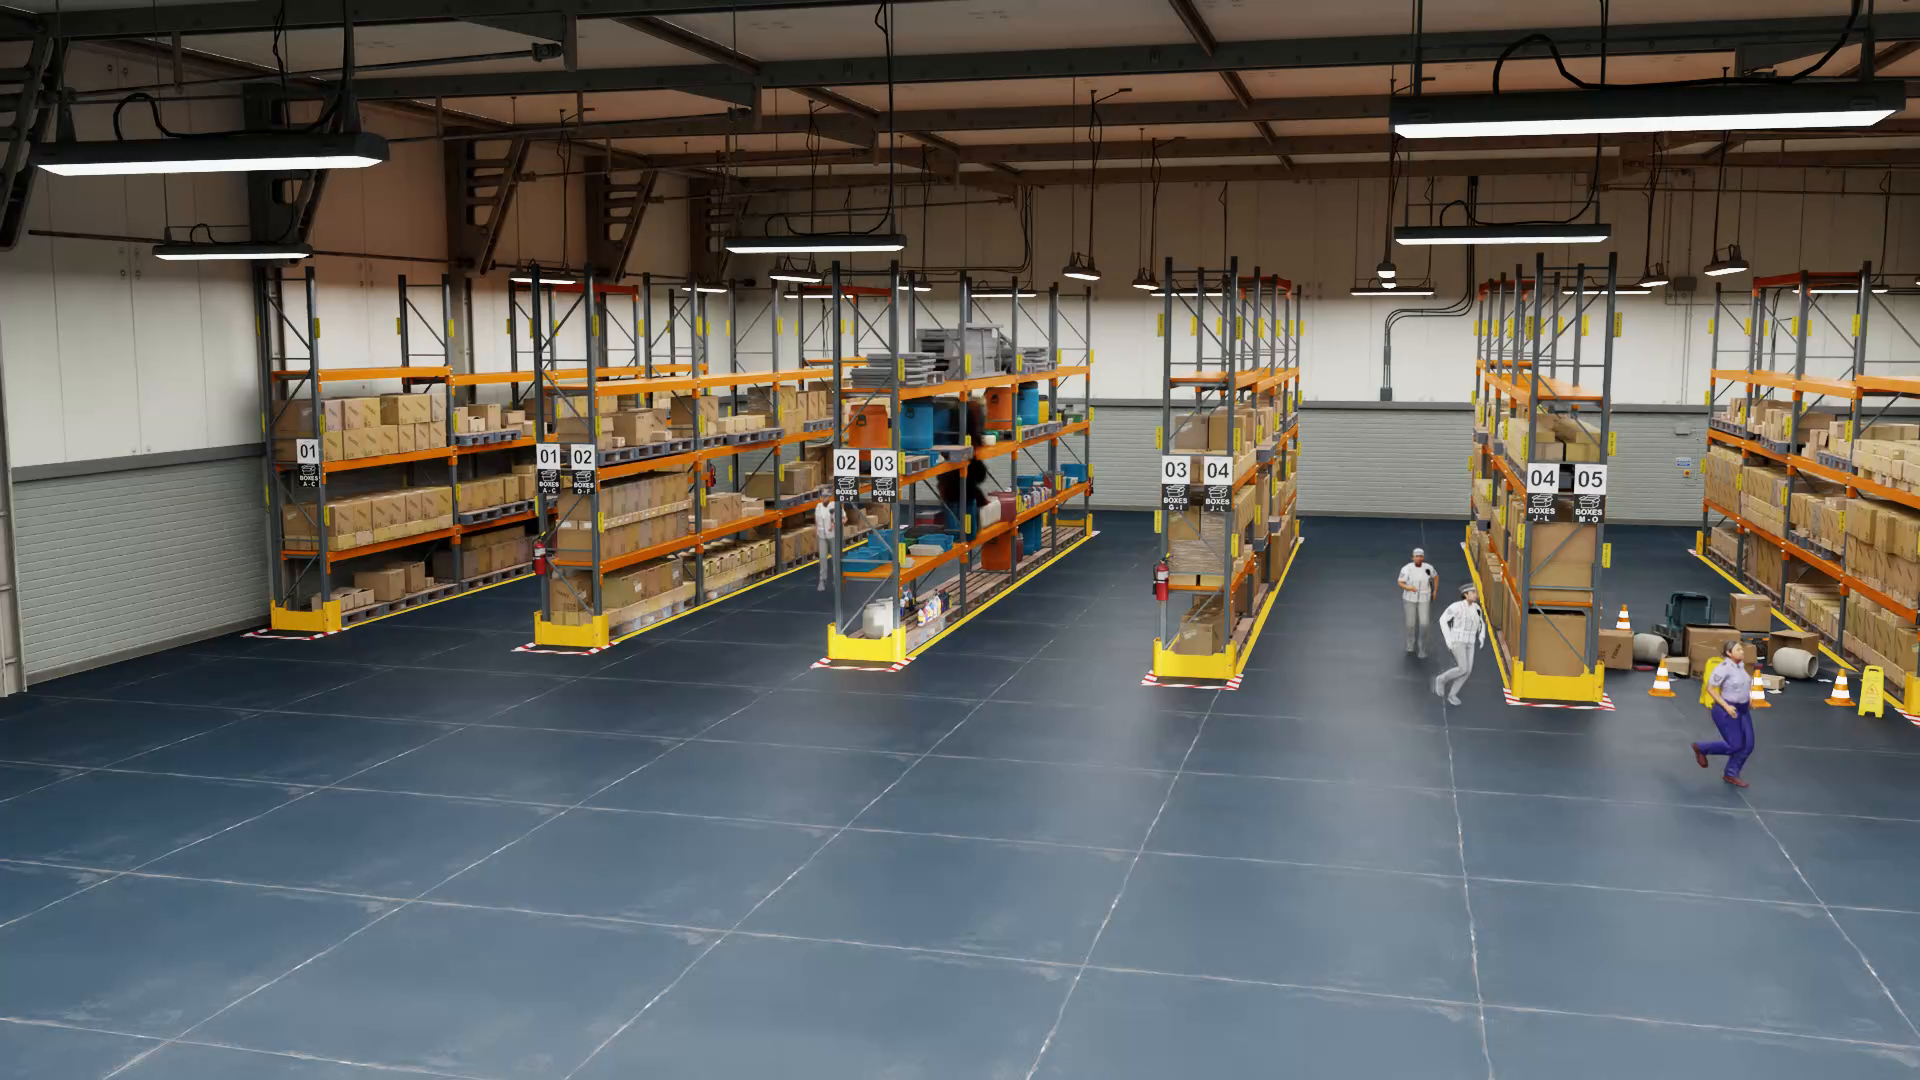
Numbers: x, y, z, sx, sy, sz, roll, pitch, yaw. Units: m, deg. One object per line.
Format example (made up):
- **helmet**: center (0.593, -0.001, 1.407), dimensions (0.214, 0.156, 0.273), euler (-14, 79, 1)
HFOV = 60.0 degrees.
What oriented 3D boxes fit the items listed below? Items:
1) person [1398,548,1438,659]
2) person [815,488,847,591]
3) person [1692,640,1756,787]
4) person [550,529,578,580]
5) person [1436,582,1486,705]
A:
- **person**: center (7.011, 0.975, 25.466), dimensions (0.613, 1.723, 0.711), euler (2, 7, 12)
- **person**: center (-2.389, -0.035, 30.660), dimensions (0.675, 1.864, 0.748), euler (2, 8, 16)
- **person**: center (8.479, 1.898, 18.401), dimensions (0.590, 1.611, 0.596), euler (-5, 9, -35)
- **person**: center (-7.065, 0.392, 29.767), dimensions (0.661, 1.729, 0.677), euler (2, 7, 13)
- **person**: center (6.781, 1.371, 22.337), dimensions (0.649, 1.637, 0.505), euler (-3, 8, -25)
